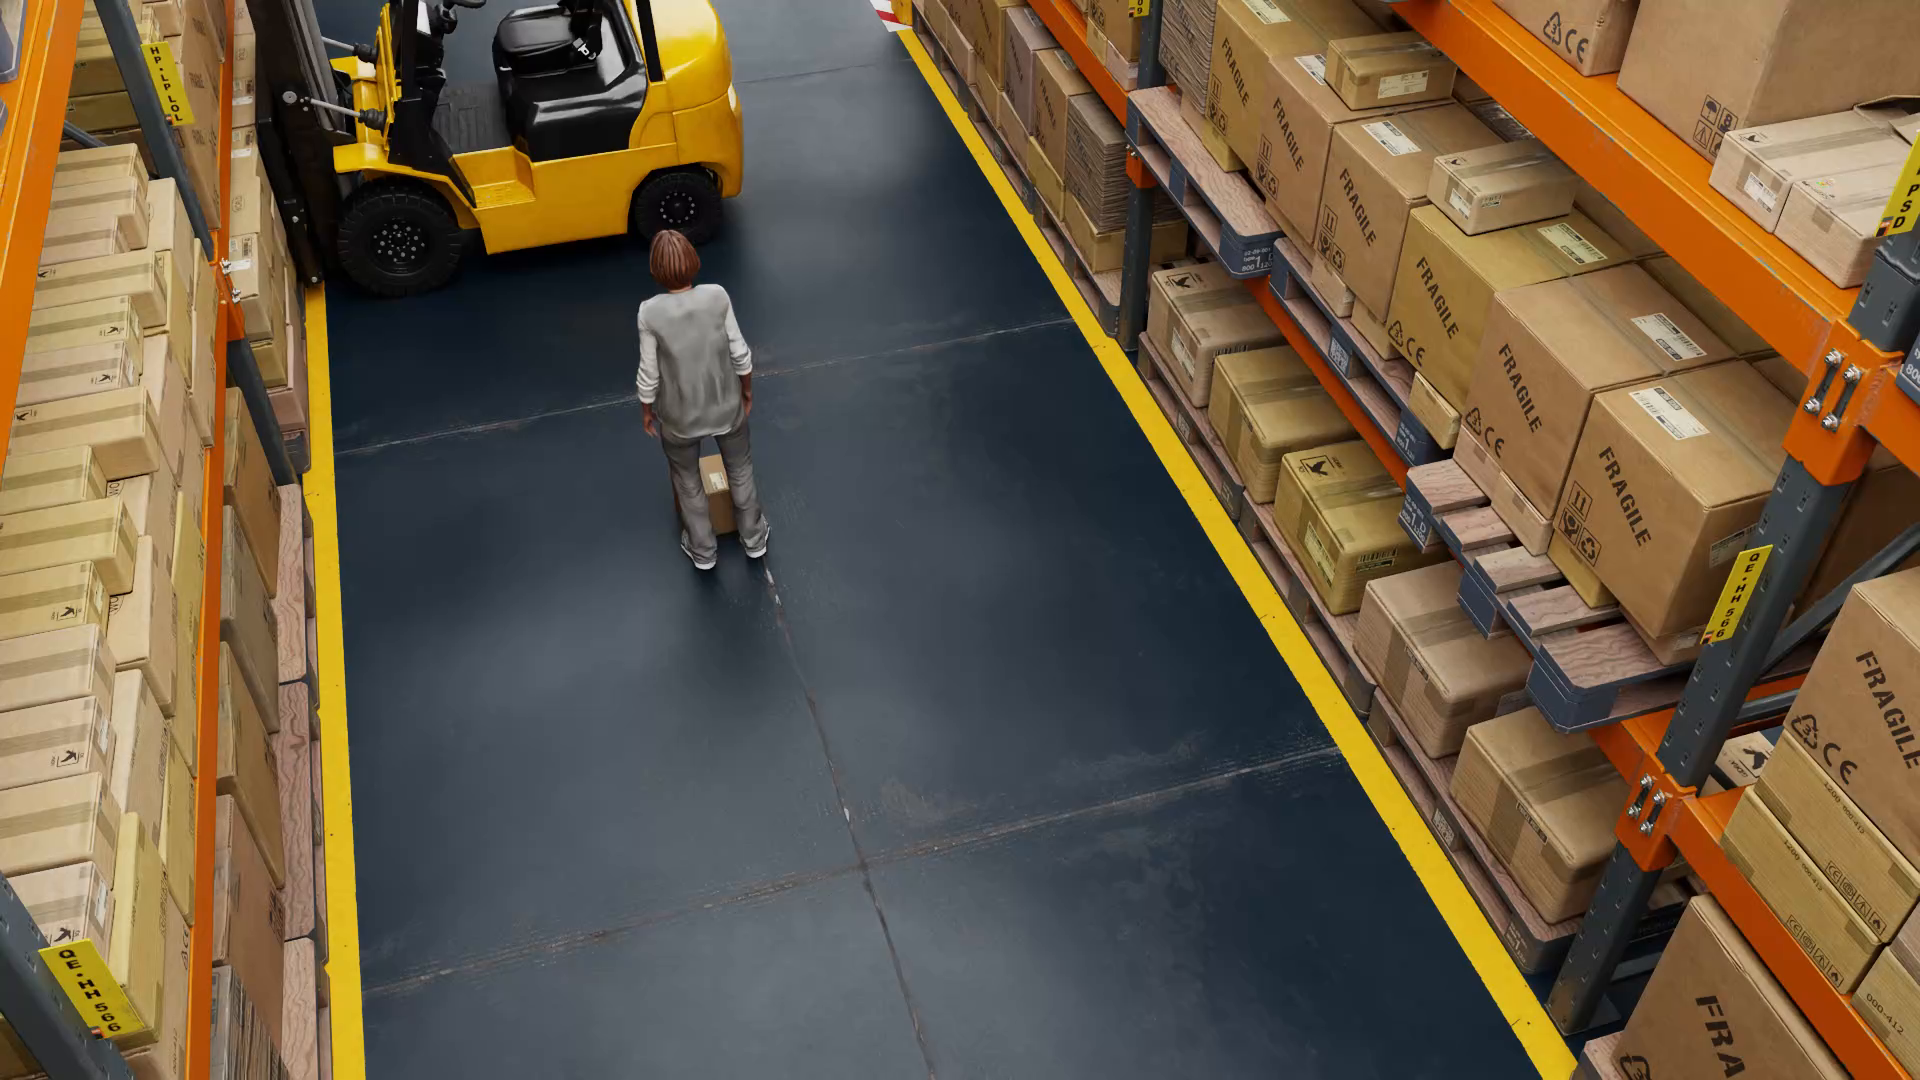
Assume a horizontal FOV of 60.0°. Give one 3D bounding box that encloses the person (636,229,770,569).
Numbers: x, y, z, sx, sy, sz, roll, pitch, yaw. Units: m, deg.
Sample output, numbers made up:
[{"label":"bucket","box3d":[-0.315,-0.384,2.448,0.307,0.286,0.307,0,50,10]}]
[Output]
[{"label":"person","box3d":[-1.050,-0.526,6.744,0.483,1.583,0.341,-14,45,-14]}]
